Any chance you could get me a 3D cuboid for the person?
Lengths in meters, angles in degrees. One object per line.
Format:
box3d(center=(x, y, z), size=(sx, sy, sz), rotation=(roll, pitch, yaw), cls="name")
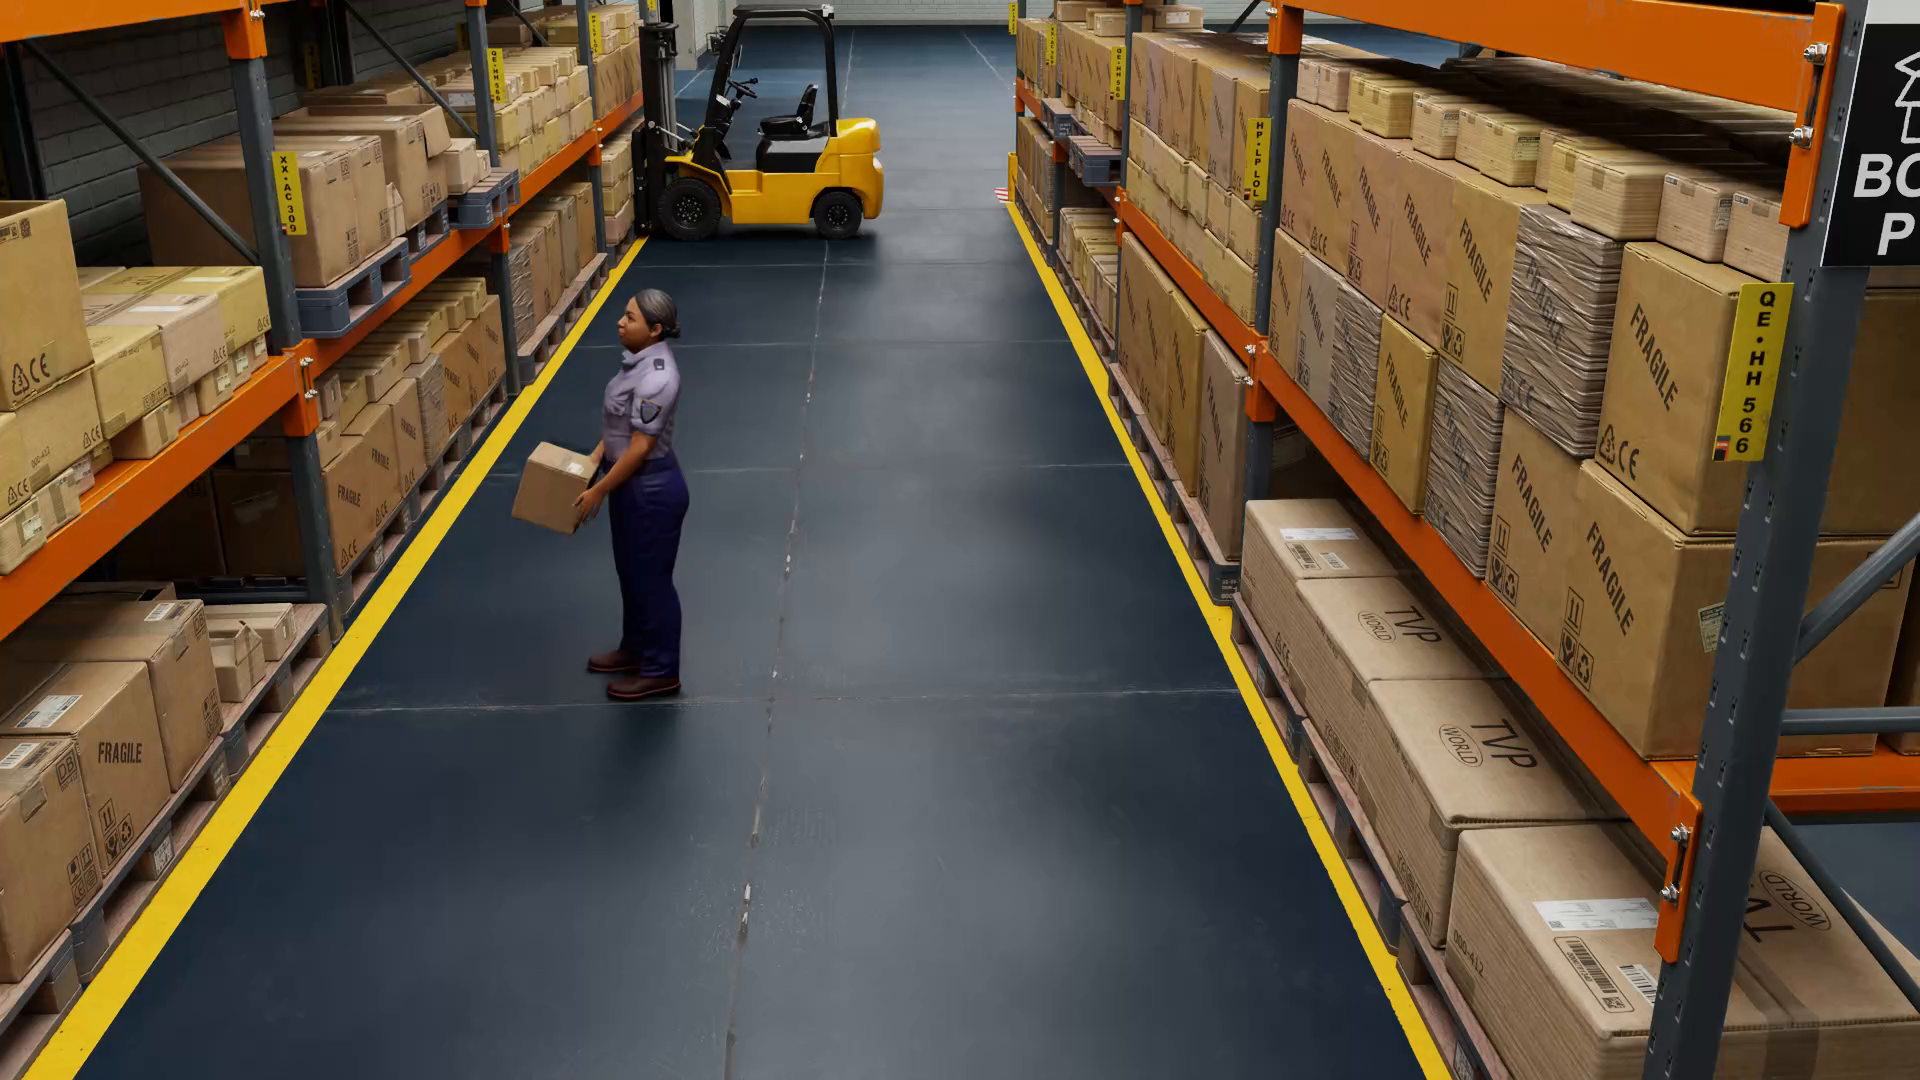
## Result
box3d(center=(-1.295, -0.178, 6.565), size=(0.460, 1.652, 0.538), rotation=(-5, 21, -14), cls="person")
